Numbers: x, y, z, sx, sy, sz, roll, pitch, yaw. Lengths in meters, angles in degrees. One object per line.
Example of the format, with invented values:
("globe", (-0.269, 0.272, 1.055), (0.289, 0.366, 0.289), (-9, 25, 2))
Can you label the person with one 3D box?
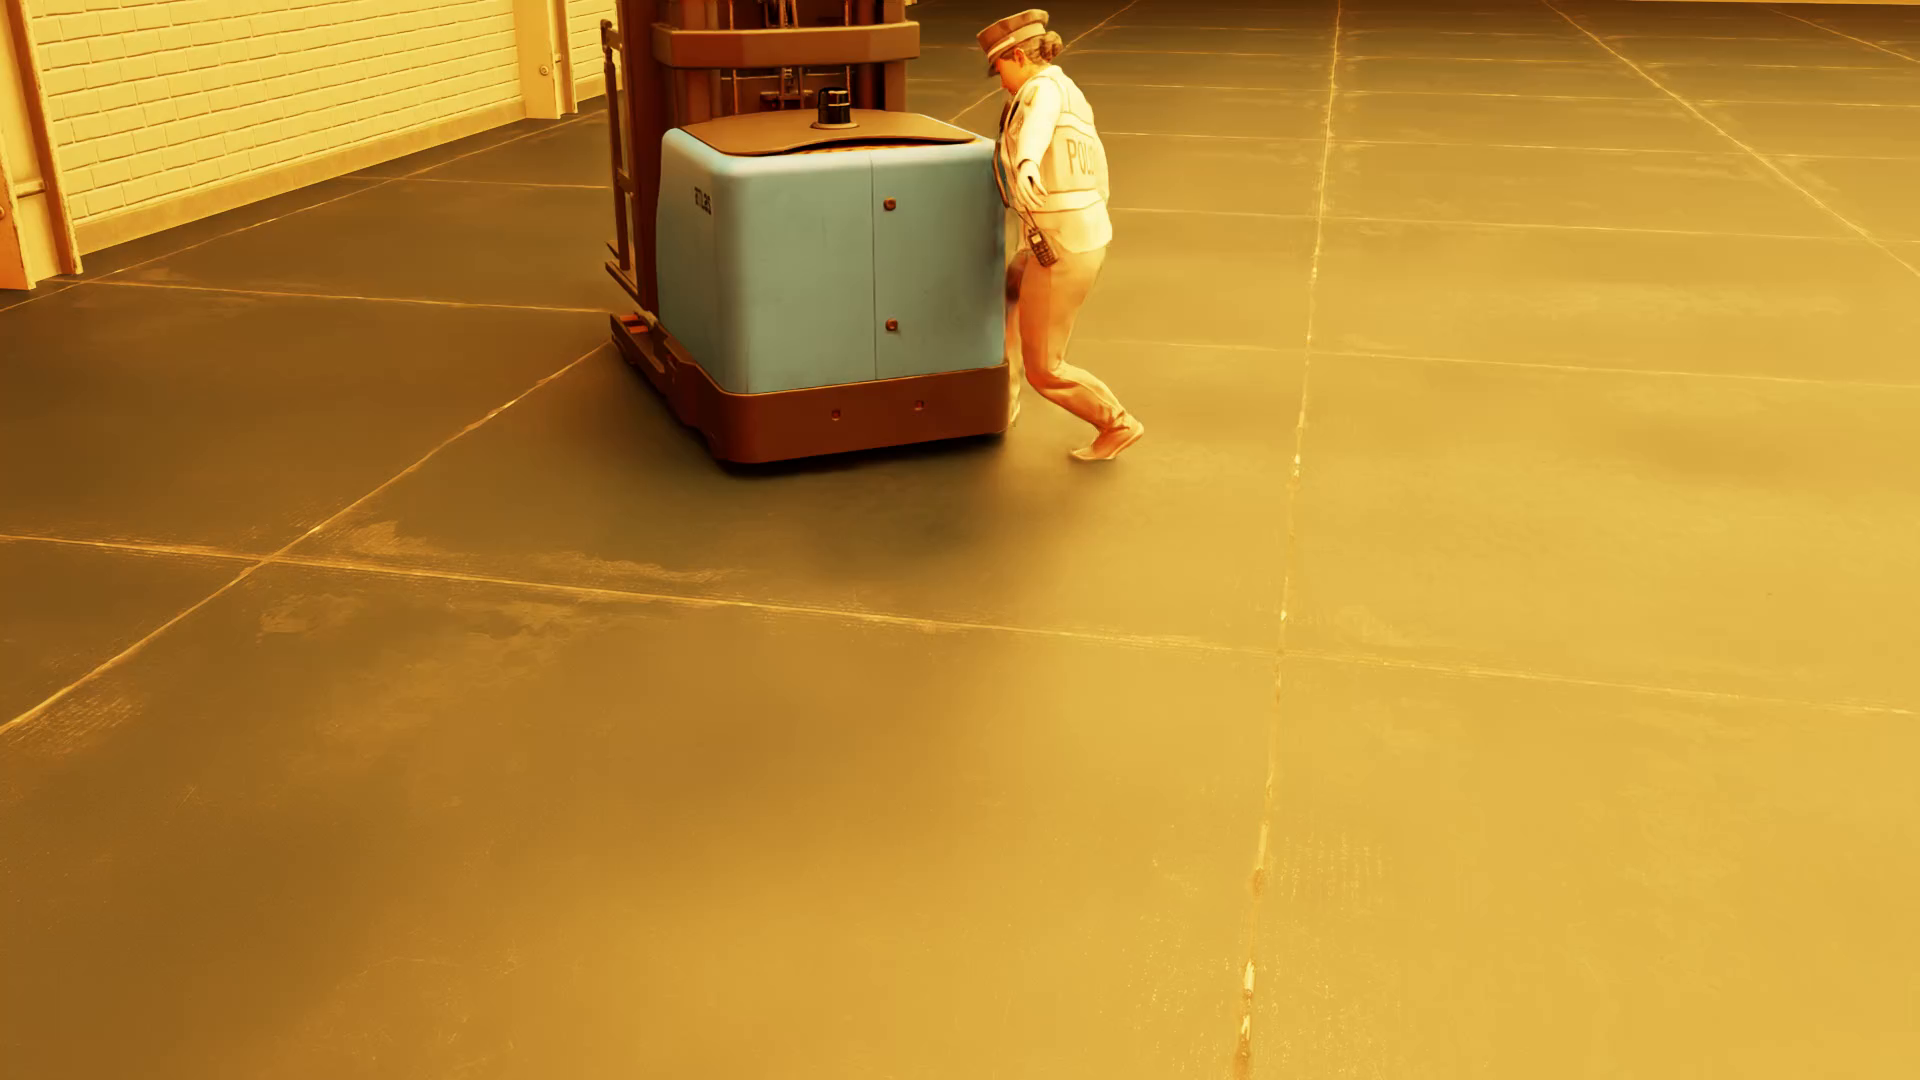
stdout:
("person", (0.271, -0.934, 5.503), (0.633, 1.547, 1.108), (7, 23, 18))

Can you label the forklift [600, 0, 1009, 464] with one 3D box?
("forklift", (-0.847, -2.138, 6.510), (1.130, 2.935, 3.031), (-9, 24, -20))
